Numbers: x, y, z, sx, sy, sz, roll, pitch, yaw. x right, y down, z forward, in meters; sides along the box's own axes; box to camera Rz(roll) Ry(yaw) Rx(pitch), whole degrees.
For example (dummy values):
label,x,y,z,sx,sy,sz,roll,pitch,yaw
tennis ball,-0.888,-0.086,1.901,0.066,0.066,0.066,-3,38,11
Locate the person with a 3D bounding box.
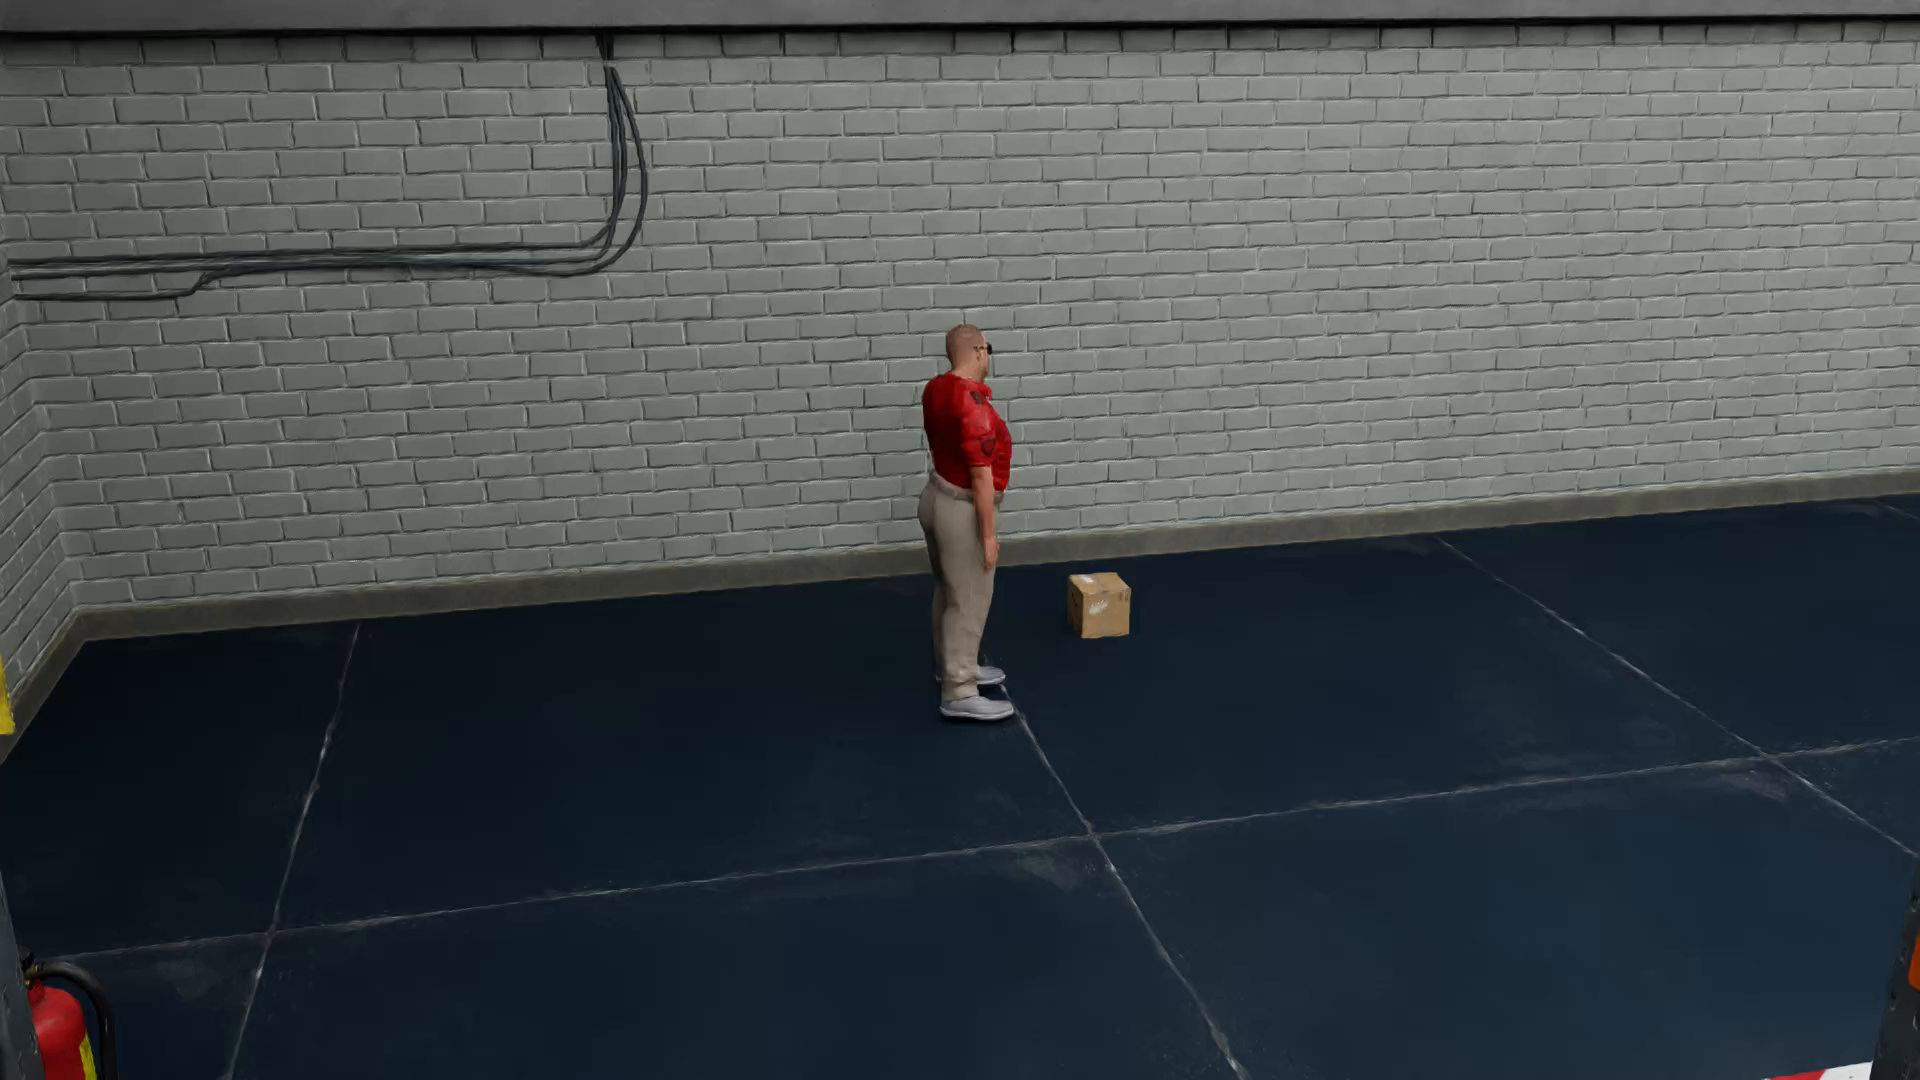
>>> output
label,x,y,z,sx,sy,sz,roll,pitch,yaw
person,0.048,-0.100,7.305,0.418,1.731,0.583,-8,21,-21
